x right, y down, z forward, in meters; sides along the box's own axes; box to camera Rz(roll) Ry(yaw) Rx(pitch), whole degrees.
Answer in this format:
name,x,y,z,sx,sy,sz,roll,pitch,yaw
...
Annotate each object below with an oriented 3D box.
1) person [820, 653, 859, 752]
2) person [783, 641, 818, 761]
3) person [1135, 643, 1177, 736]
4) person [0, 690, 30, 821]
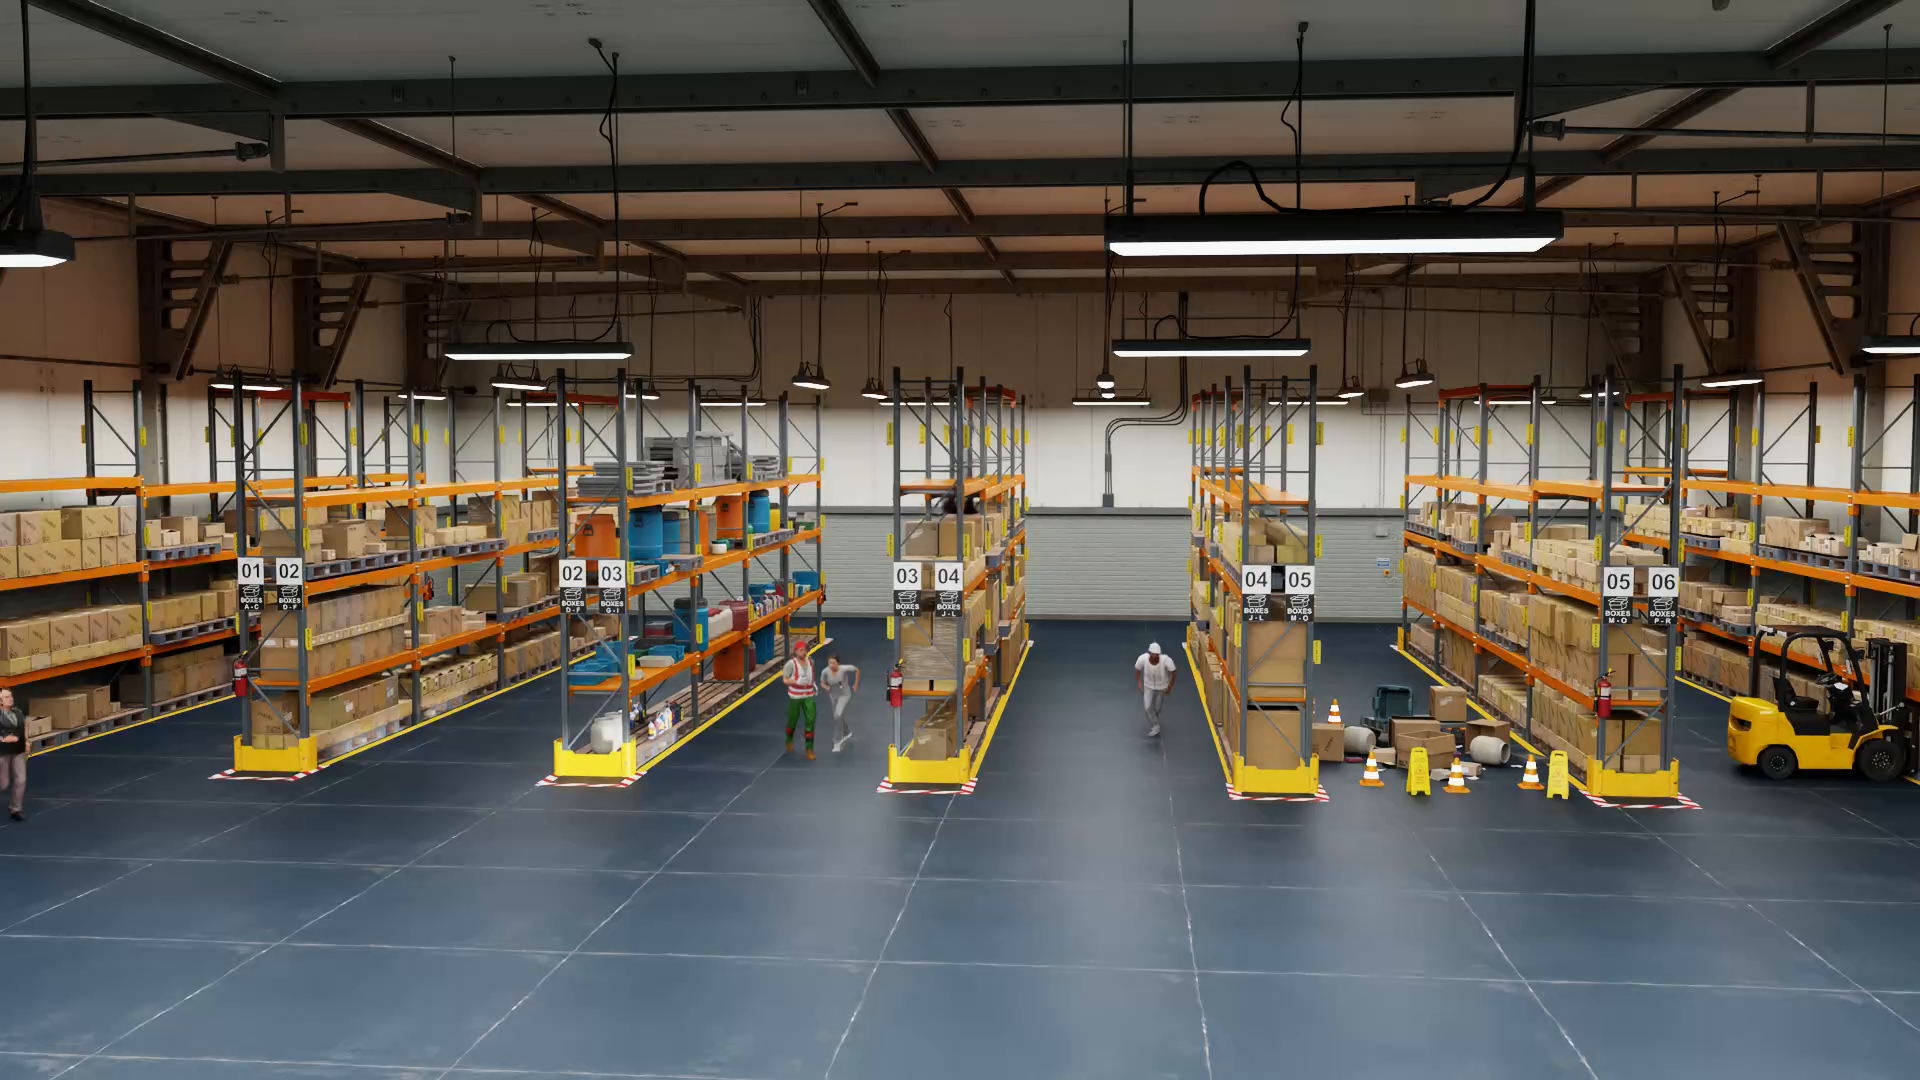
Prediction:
name,x,y,z,sx,sy,sz,roll,pitch,yaw
person,-1.899,2.583,26.673,0.604,1.615,0.957,1,4,13
person,-2.488,2.473,25.950,0.652,1.825,0.877,-2,4,-25
person,3.299,2.483,27.997,0.707,1.600,1.071,1,4,10
person,-12.471,2.801,21.718,0.791,1.694,0.662,2,4,25
